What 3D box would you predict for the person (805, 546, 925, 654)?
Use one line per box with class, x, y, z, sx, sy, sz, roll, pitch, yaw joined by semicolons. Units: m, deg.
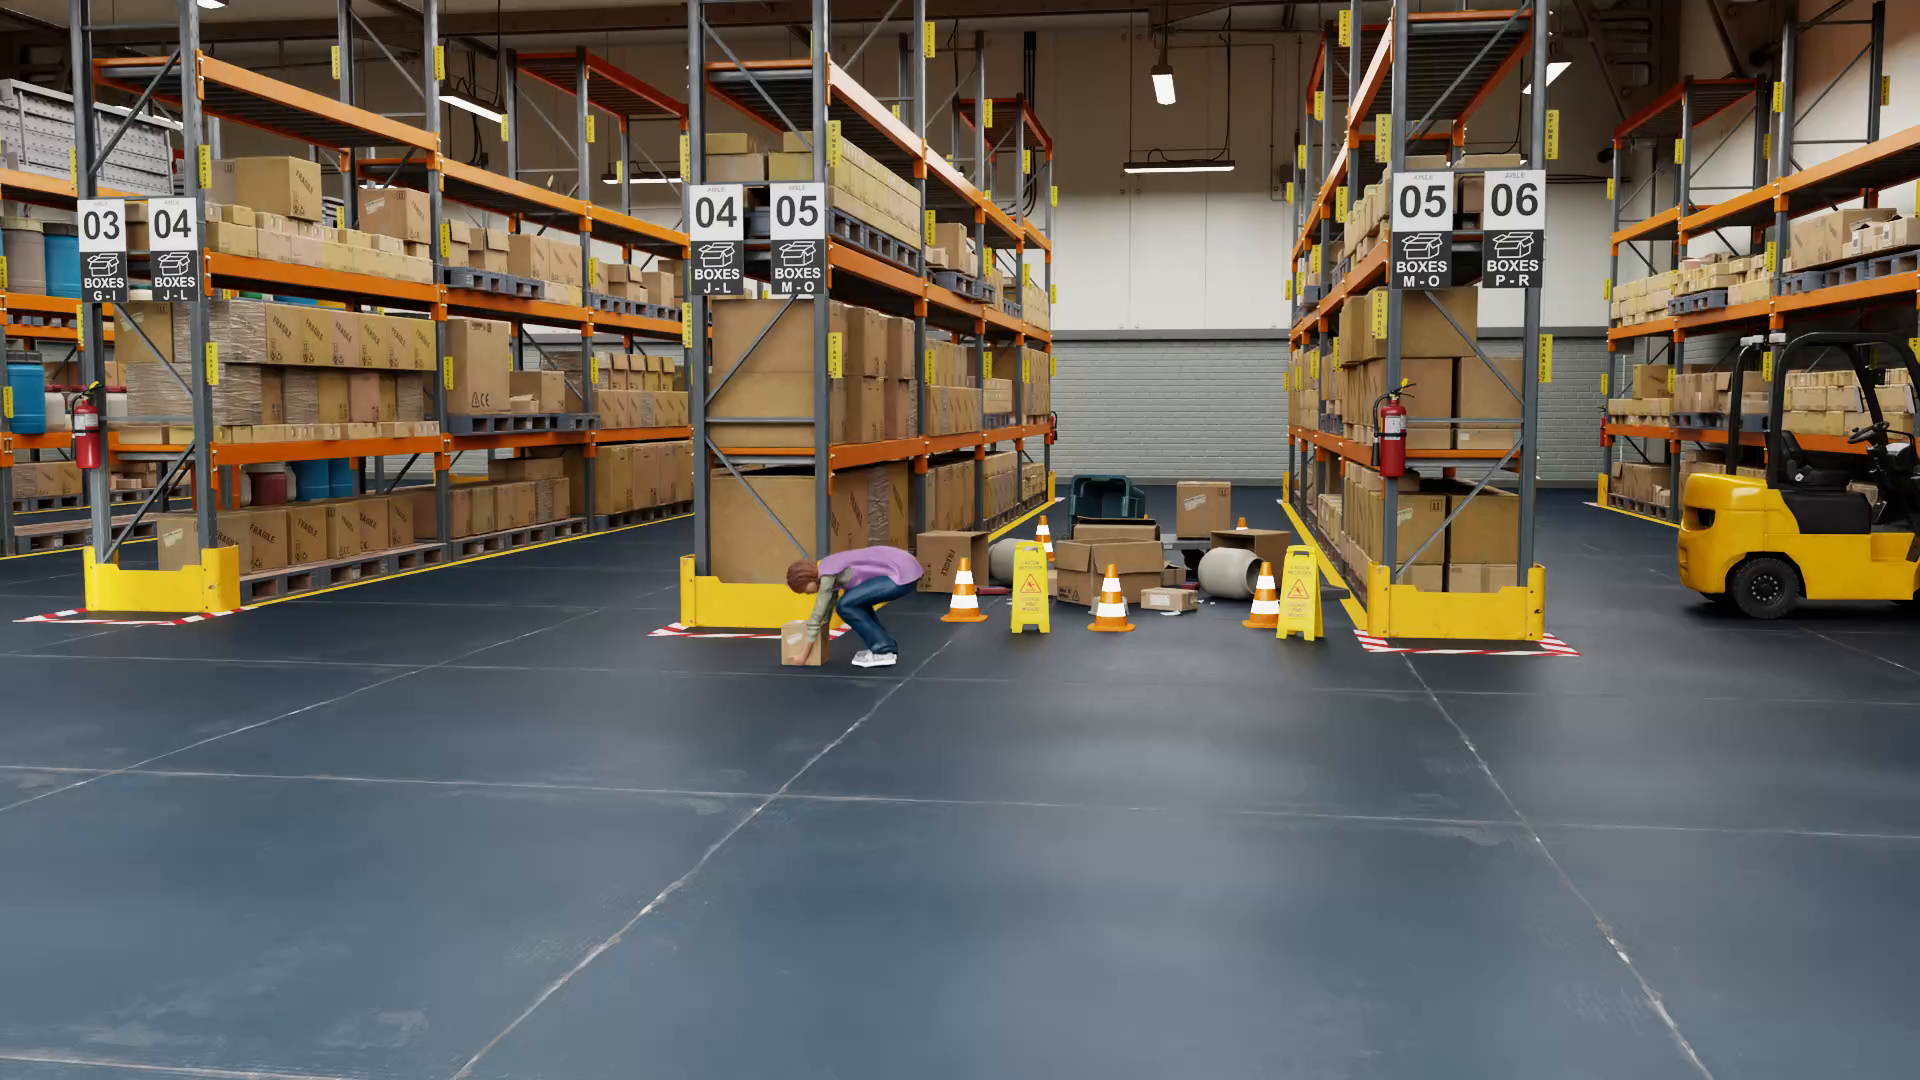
person;-0.587;0.372;10.380;0.732;0.670;0.425;1;5;7
